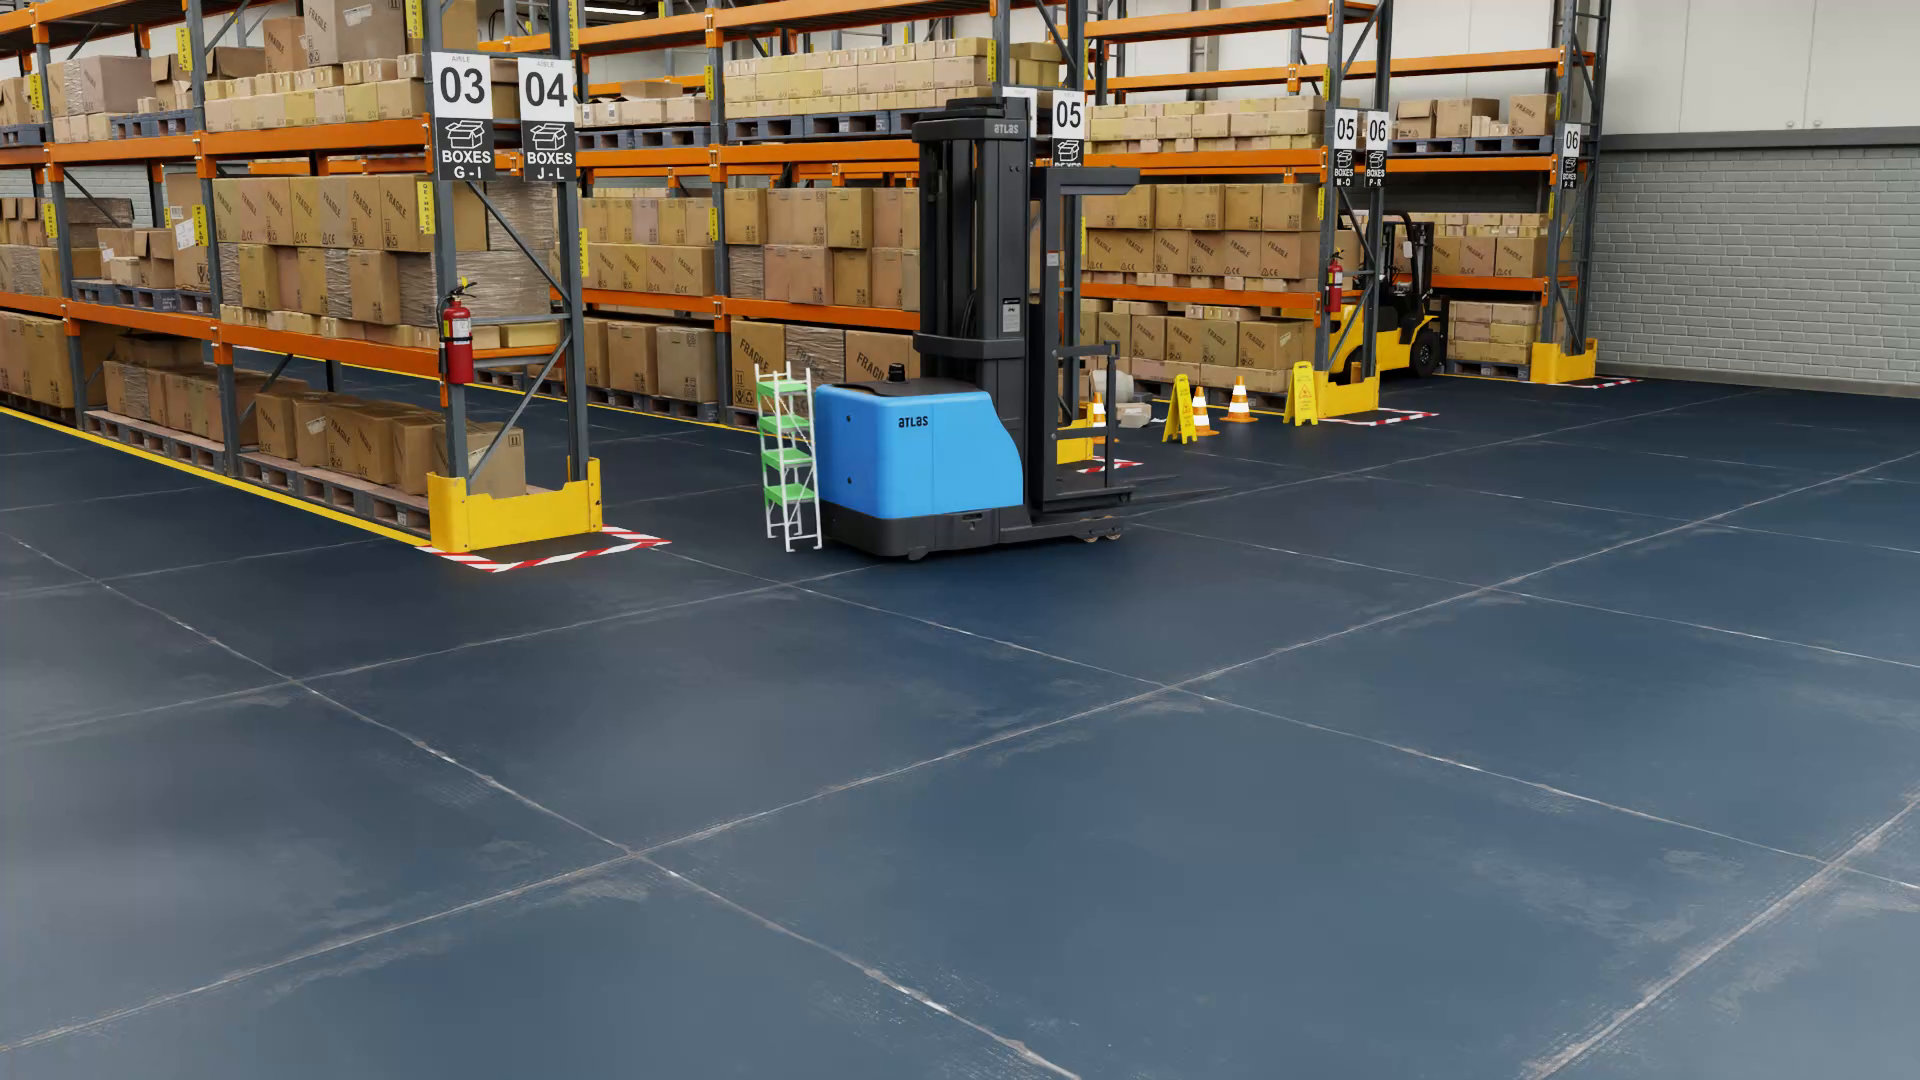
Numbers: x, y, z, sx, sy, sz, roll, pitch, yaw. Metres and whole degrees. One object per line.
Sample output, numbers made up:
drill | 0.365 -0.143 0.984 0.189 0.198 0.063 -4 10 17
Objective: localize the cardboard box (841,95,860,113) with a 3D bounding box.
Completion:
cardboard box | -0.861 -3.974 15.166 0.380 0.149 0.250 -11 16 -42

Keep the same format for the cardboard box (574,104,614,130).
cardboard box | -4.172 -4.758 18.720 0.500 0.250 0.500 -10 16 -41

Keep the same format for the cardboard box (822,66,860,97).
cardboard box | -0.912 -4.198 15.265 0.500 0.250 0.500 -11 16 -42

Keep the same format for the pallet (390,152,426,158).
pallet | -6.553 -5.022 21.384 1.213 0.211 1.003 -11 16 -43

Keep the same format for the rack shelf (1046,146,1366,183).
rack shelf | 2.795 -4.262 19.015 1.077 0.370 4.000 -11 16 -43

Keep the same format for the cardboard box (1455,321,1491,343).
cardboard box | 6.863 -2.752 21.869 0.500 0.250 0.500 -11 16 -43

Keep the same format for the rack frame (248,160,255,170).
rack frame | -10.383 -4.484 25.743 1.000 3.000 0.127 -11 16 -43

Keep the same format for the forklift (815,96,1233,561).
forklift | 0.538 -1.502 11.436 3.031 2.935 1.130 -7 14 -31

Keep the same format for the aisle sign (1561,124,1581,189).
aisle sign | 7.597 -4.769 20.681 0.394 0.787 0.004 -11 16 -43

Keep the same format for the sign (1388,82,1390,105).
sign | 4.569 -4.826 17.805 0.100 0.325 0.005 -11 16 -43

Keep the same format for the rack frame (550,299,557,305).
rack frame | -6.873 -5.189 29.163 1.000 3.000 0.127 -11 16 -43

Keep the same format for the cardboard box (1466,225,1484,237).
cardboard box | 6.826 -4.041 21.739 0.380 0.149 0.250 -11 16 -43

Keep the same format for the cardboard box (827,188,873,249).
cardboard box | -0.757 -3.038 15.677 0.875 0.550 0.500 -11 16 -43

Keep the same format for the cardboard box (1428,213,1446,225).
cardboard box | 6.410 -4.253 22.031 0.380 0.149 0.250 -10 16 -41

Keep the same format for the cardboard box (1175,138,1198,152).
cardboard box | 2.635 -4.431 18.673 0.380 0.149 0.250 -11 16 -43

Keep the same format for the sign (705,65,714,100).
sign | -2.482 -4.532 16.482 0.100 0.325 0.005 -11 16 -43

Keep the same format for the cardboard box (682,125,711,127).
cardboard box | -2.876 -4.574 18.081 0.380 0.149 0.250 -11 16 -43

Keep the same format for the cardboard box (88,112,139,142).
cardboard box | -7.659 -3.783 15.279 0.500 0.250 0.500 -10 16 -41

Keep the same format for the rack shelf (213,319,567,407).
rack shelf | -4.372 -1.412 12.615 1.077 0.370 4.000 -11 16 -43

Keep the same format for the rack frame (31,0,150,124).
rack frame | -8.515 -5.578 16.187 1.000 3.000 0.127 -11 16 -43

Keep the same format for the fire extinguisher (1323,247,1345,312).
fire extinguisher | 3.922 -2.735 17.444 0.296 0.674 0.183 -11 16 -43

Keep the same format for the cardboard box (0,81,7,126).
cardboard box | -9.942 -4.661 17.870 0.797 0.503 0.637 -11 16 -43

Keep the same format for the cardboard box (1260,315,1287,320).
cardboard box | 3.439 -2.315 19.130 0.500 0.500 0.500 11 16 43

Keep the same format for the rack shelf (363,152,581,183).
rack shelf | -6.240 -4.725 21.263 1.077 0.370 4.000 -11 16 -43

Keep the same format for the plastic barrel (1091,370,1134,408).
plastic barrel | 1.655 -1.682 18.528 0.512 0.421 0.421 -1 12 -4

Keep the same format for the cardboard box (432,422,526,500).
cardboard box | -3.410 -0.548 11.789 0.500 0.500 0.500 -7 14 -32

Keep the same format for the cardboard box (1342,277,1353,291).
cardboard box | 4.092 -2.809 18.235 0.380 0.149 0.250 -11 16 -42

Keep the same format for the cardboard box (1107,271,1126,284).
cardboard box | 1.963 -3.119 19.737 0.380 0.149 0.250 -10 15 -41

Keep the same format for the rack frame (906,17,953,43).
rack frame | -0.523 -8.235 29.084 1.000 3.000 0.127 -11 16 -43

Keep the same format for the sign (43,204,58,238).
sign | -8.915 -3.129 16.298 0.100 0.325 0.005 -11 16 -43

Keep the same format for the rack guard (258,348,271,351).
rack guard | -10.331 -3.249 25.941 1.175 0.500 0.348 -11 16 -43

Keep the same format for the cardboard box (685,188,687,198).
cardboard box | -4.329 -5.579 26.723 0.380 0.149 0.250 -11 16 -42

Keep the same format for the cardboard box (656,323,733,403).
cardboard box | -2.590 -1.915 17.806 1.050 0.750 0.750 -11 16 -43

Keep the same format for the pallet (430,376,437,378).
pallet | -6.235 -2.243 21.776 1.003 0.211 1.213 -11 16 -43

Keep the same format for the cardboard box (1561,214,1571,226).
cardboard box | 7.687 -4.137 21.466 0.380 0.149 0.250 -11 16 -44

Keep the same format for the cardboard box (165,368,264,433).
cardboard box | -6.864 -1.294 15.363 0.500 0.500 0.700 10 15 40

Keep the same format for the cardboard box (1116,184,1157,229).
cardboard box | 2.225 -3.873 19.312 0.700 0.500 0.500 -11 16 -44

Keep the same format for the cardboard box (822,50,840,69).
cardboard box | -1.040 -4.402 15.267 0.380 0.149 0.250 -11 16 -43

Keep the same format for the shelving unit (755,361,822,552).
shelving unit | -1.155 -0.570 11.170 0.258 1.200 0.503 -7 13 -20

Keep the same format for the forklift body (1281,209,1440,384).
forklift body | 5.135 -3.153 21.384 2.313 2.155 1.214 -11 16 -43

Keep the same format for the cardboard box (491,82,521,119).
cardboard box | -3.137 -2.975 11.354 0.500 0.250 0.500 -10 15 -41

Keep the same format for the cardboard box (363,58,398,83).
cardboard box | -3.771 -3.140 11.167 0.250 0.149 0.380 11 16 43

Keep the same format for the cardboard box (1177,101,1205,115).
cardboard box | 2.646 -4.818 18.574 0.380 0.149 0.250 -10 16 -41

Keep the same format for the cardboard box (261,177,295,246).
cardboard box | -4.935 -2.494 12.620 0.500 0.500 0.500 -11 16 -43

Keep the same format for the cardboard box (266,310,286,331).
cardboard box | -5.144 -1.712 12.909 0.380 0.149 0.250 -11 16 -43

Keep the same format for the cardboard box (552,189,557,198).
cardboard box | -6.828 -5.955 28.548 0.380 0.149 0.250 -10 16 -41

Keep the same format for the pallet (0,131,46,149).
pallet | -9.773 -4.266 17.720 1.003 0.211 1.213 -10 15 -40

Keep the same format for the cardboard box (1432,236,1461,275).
cardboard box | 6.529 -3.782 22.086 0.500 0.500 0.500 -11 16 -44

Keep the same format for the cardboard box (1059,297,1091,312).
cardboard box | 1.792 -3.727 27.220 0.500 0.500 0.500 -10 15 -41

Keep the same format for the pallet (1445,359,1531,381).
pallet | 7.206 -2.286 21.983 1.003 0.211 1.213 -11 16 -43

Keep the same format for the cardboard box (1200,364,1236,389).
cardboard box | 3.072 -1.870 18.827 0.500 0.250 0.500 -11 16 -42

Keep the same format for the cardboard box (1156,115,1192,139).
cardboard box | 2.570 -4.654 18.769 0.500 0.250 0.500 -11 16 -42

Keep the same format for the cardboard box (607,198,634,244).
cardboard box | -3.496 -3.566 18.559 0.700 0.500 0.500 -11 16 -43

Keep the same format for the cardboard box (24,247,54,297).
cardboard box | -9.376 -2.800 17.322 0.500 0.500 0.500 -11 16 -43
